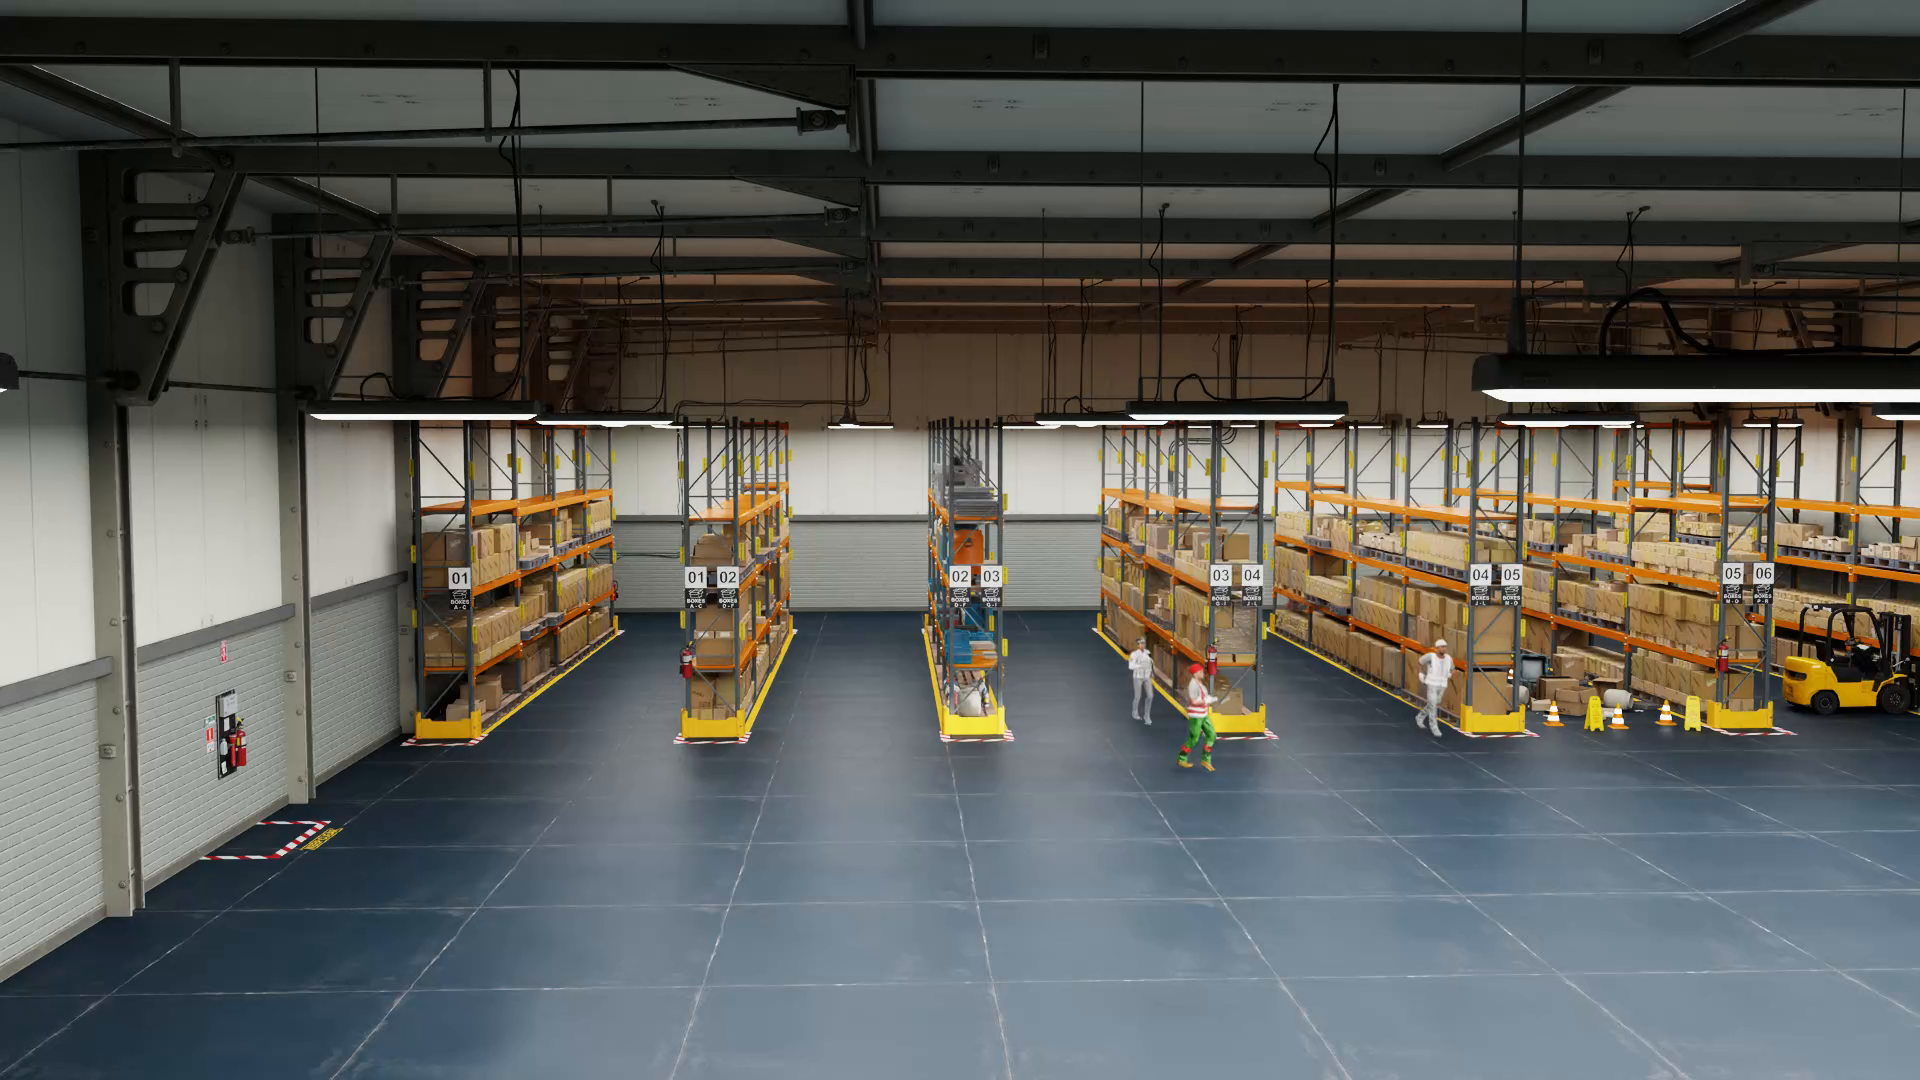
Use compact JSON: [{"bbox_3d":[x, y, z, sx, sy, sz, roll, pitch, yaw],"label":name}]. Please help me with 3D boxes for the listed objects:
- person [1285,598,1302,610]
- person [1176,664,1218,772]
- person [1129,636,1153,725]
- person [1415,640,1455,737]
[{"bbox_3d":[9.810,1.682,49.143,0.872,1.615,0.626,3,5,39],"label":"person"},{"bbox_3d":[4.012,2.997,27.976,0.736,1.836,0.632,2,4,27],"label":"person"},{"bbox_3d":[3.579,2.752,32.611,0.593,1.750,0.697,-1,4,-14],"label":"person"},{"bbox_3d":[9.037,2.757,31.461,0.730,1.762,1.024,-1,4,-15],"label":"person"}]
